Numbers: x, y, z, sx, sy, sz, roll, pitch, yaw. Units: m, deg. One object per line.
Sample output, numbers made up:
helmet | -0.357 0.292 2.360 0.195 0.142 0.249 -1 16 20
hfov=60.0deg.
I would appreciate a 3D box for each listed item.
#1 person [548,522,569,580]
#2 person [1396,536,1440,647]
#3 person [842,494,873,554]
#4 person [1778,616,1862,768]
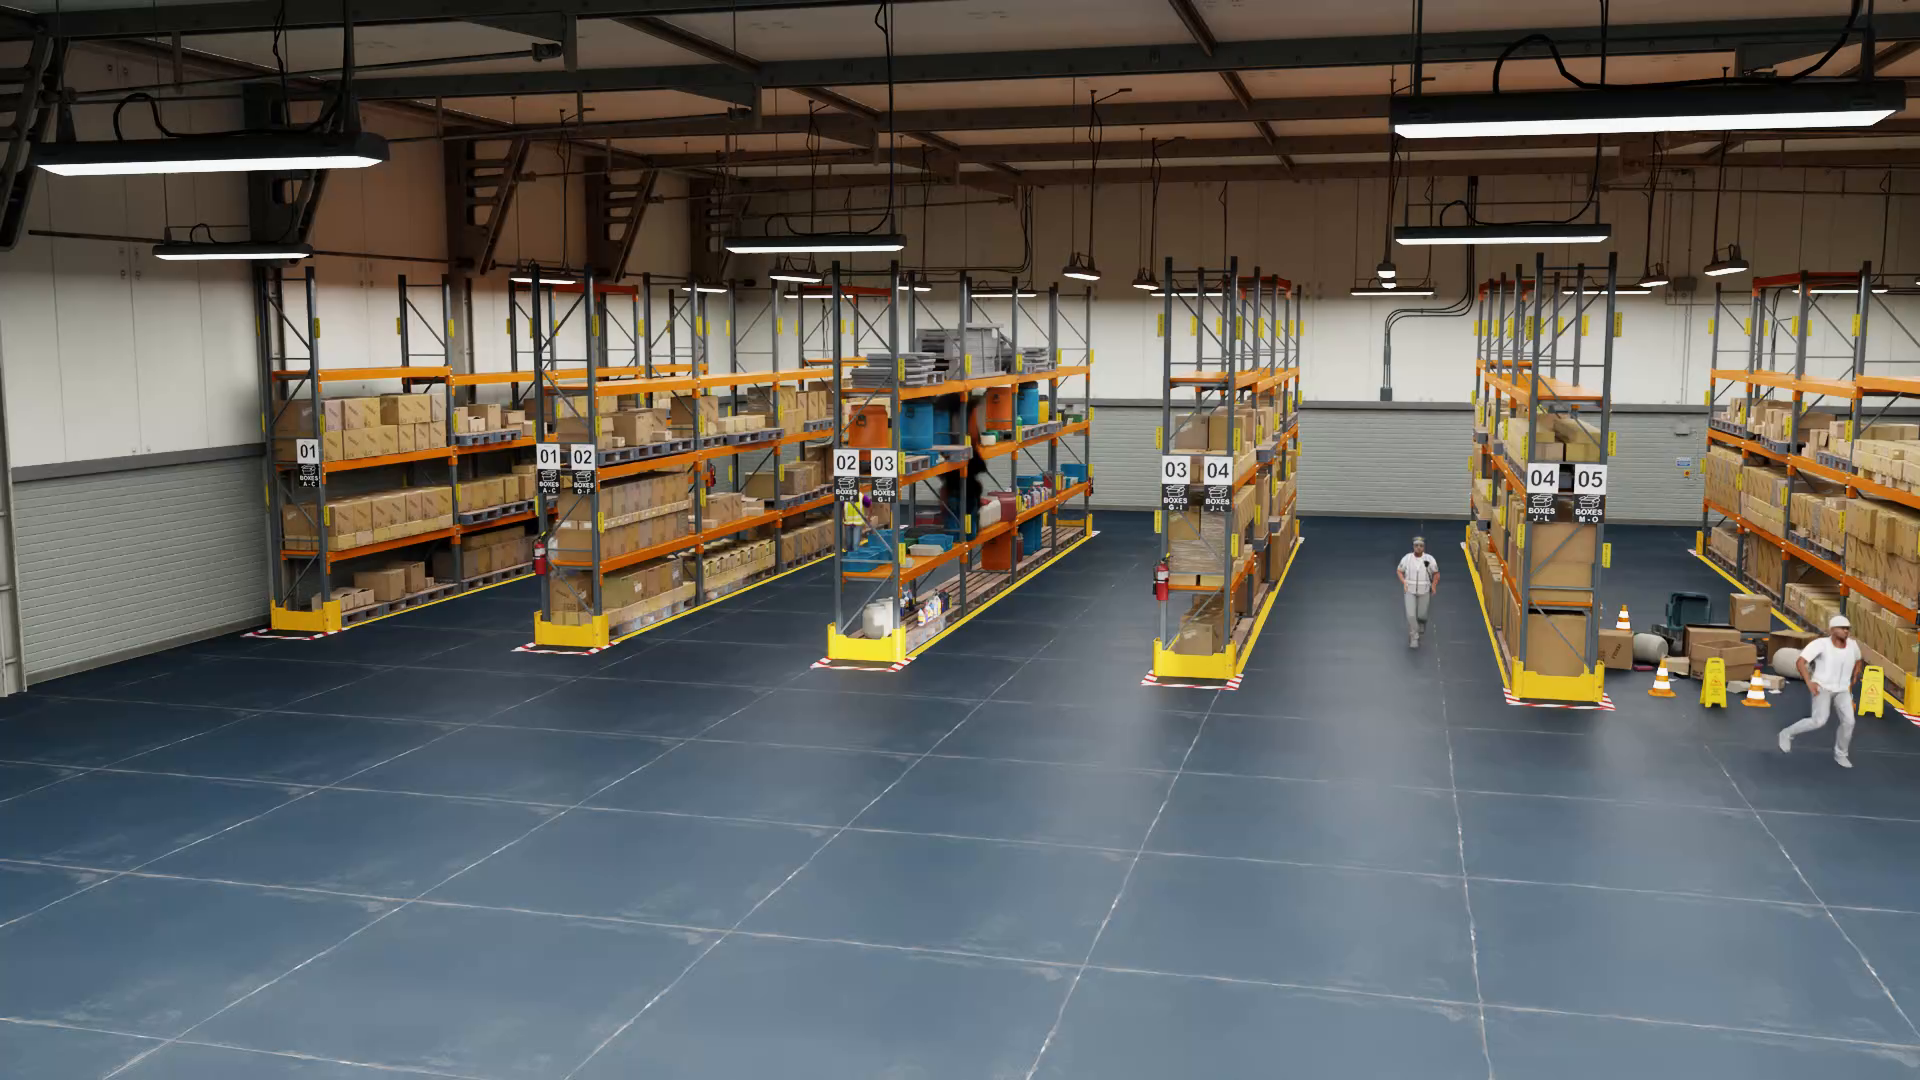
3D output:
person | -6.979 0.521 29.040 0.627 1.696 0.762 1 7 7
person | 7.268 0.805 26.436 0.663 1.749 0.587 2 8 17
person | -2.085 -0.277 32.692 0.725 1.798 0.780 0 7 1
person | 10.051 1.738 19.267 0.887 1.760 0.663 -1 7 -12
